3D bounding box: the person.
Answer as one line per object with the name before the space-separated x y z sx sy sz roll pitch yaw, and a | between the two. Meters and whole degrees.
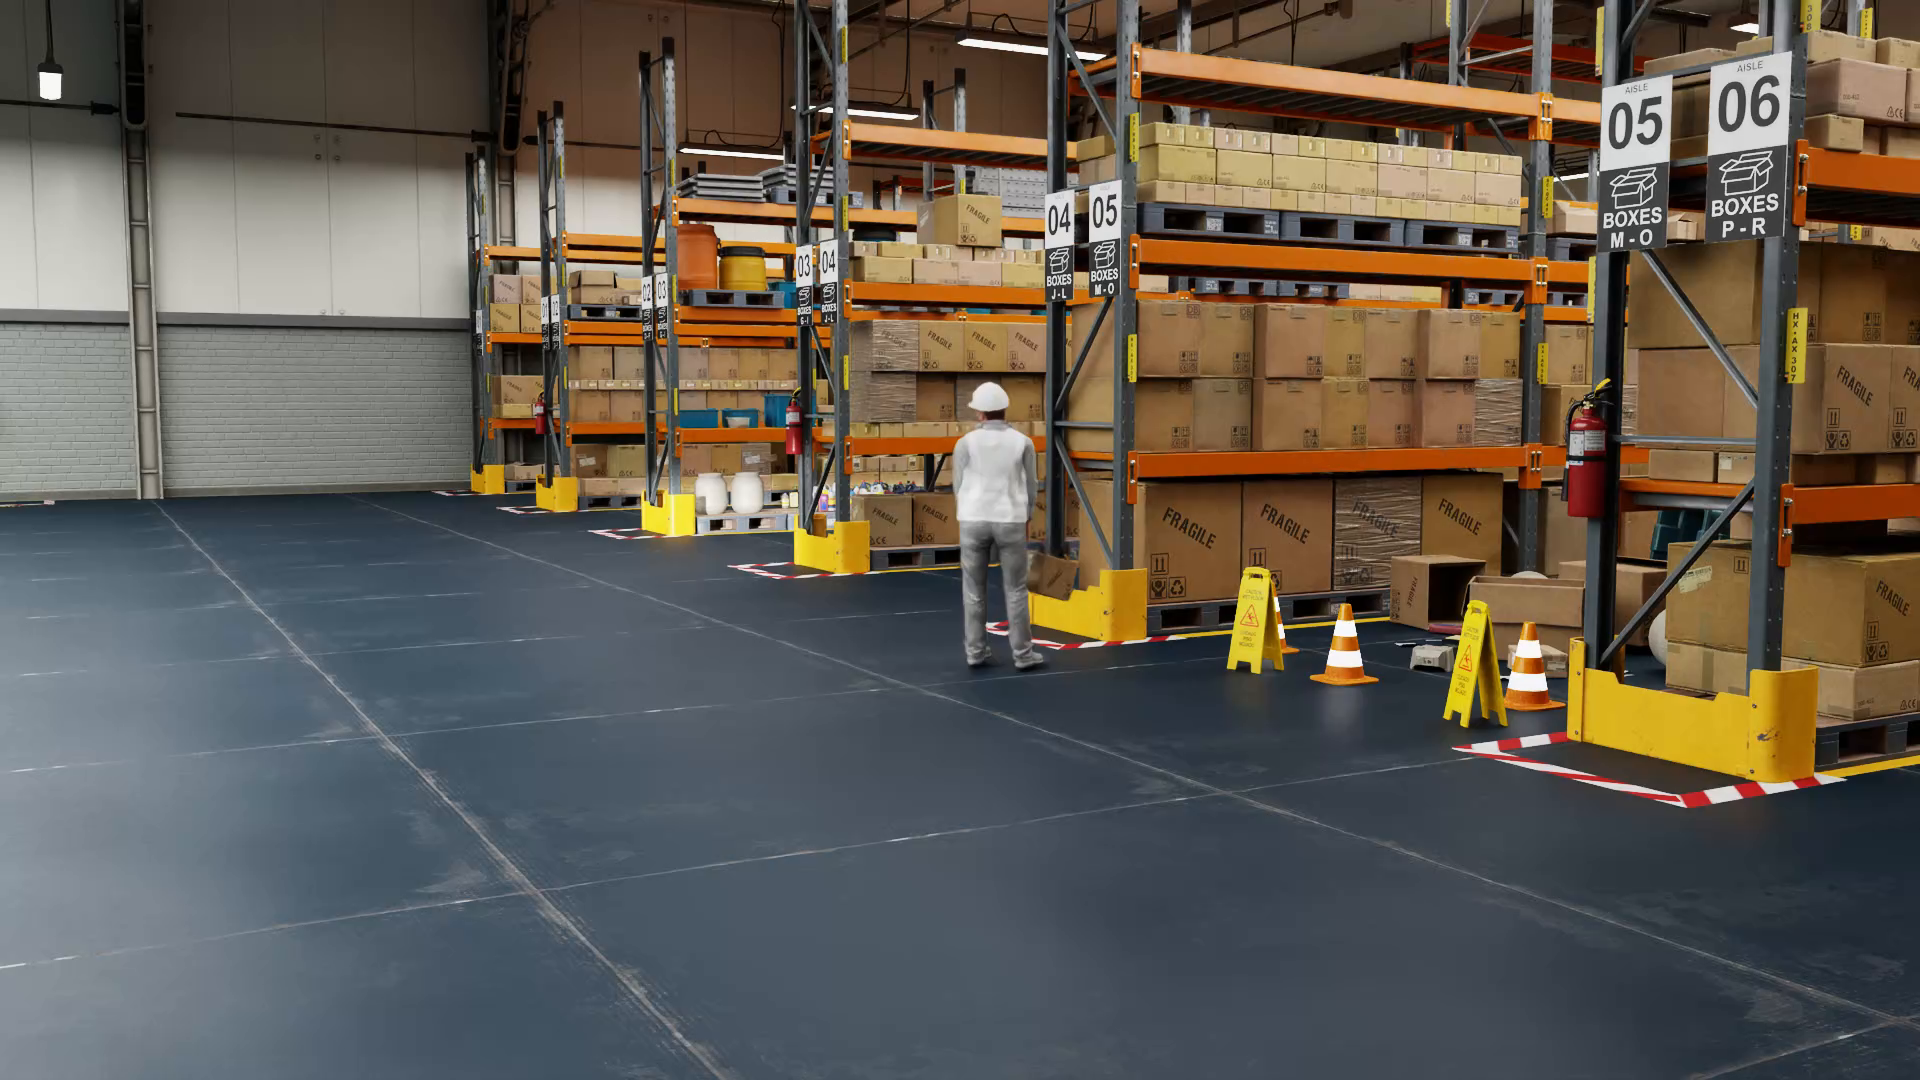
person | 0.239 -0.093 10.454 0.583 1.771 0.486 0 5 -3
